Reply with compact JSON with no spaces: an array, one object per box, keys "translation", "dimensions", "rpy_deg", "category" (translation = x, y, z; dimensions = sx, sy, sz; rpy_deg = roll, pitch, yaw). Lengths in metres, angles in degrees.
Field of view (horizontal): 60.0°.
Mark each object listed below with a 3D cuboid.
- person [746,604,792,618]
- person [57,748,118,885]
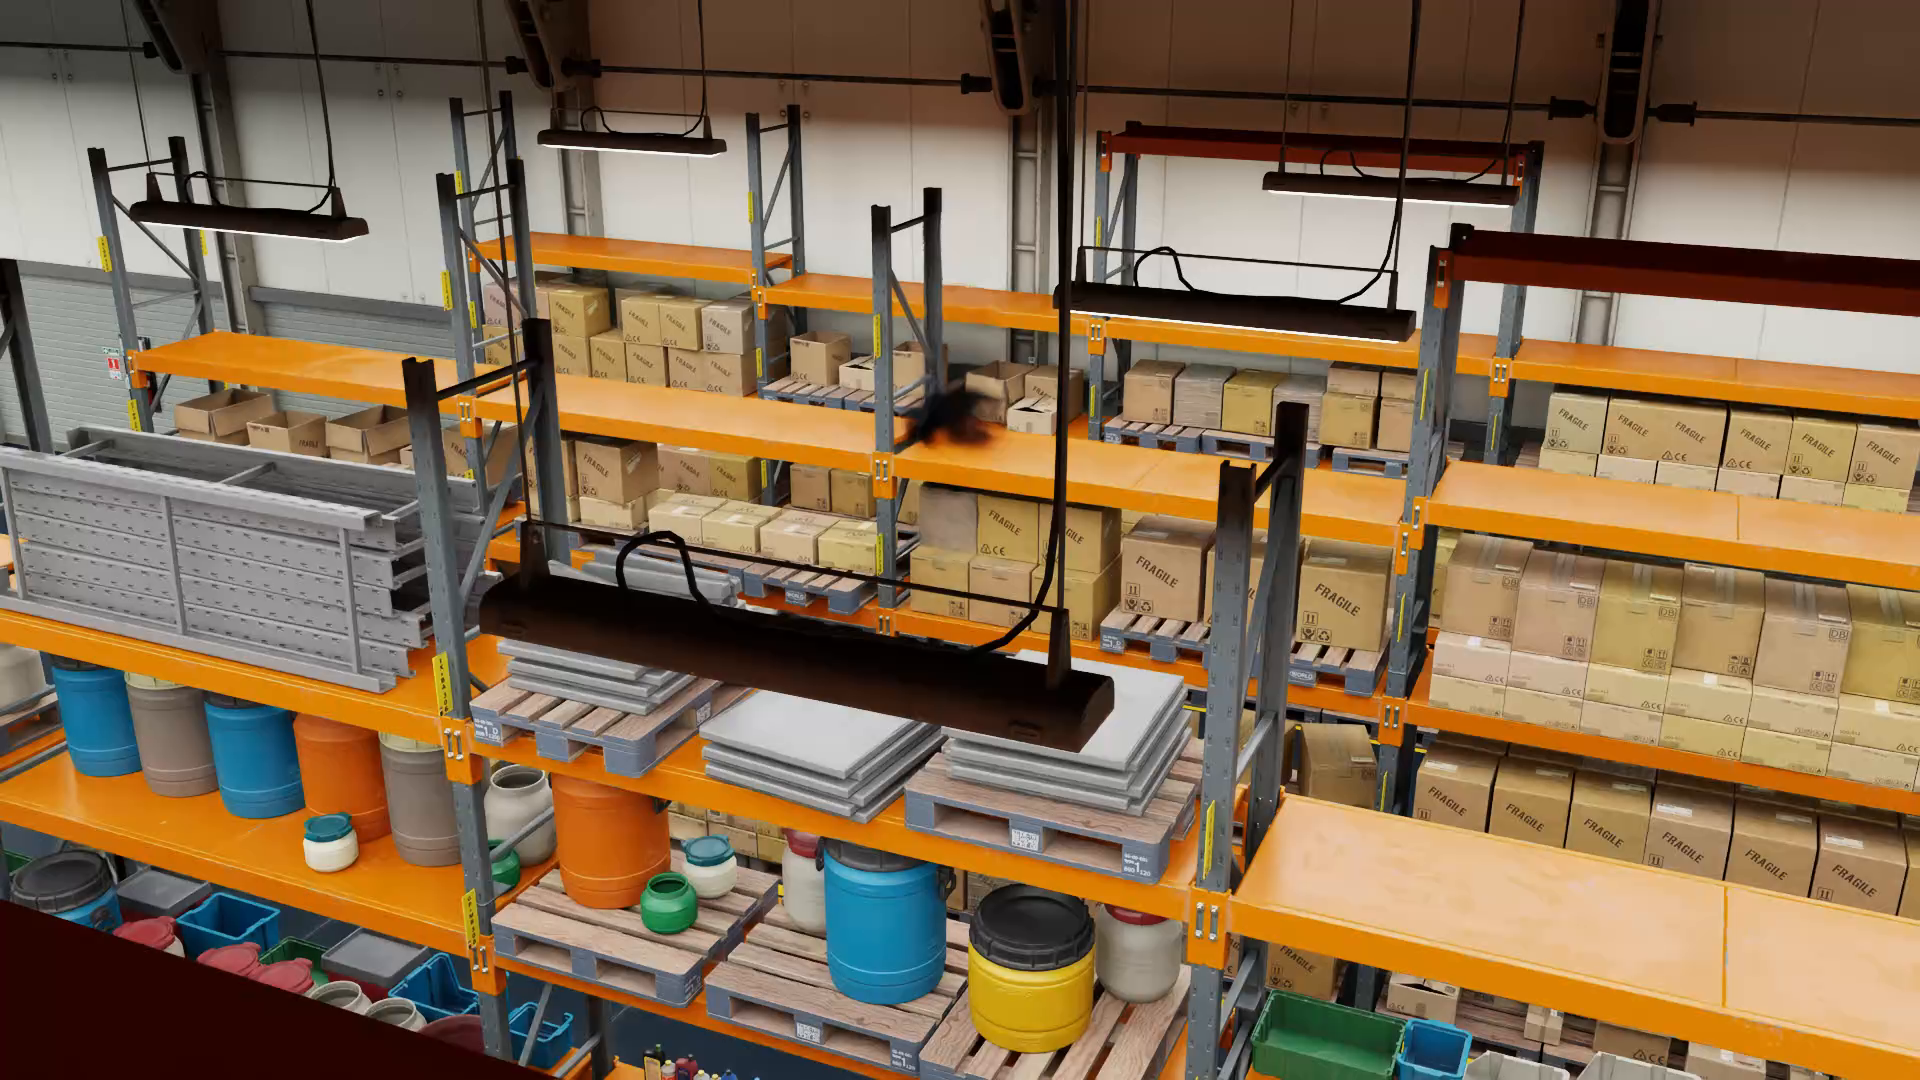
[{"translation":[-2.024,1.116,16.472],"dimensions":[0.755,1.804,0.662],"rpy_deg":[9,22,23],"category":"person"},{"translation":[-7.396,2.397,14.011],"dimensions":[0.673,1.701,0.575],"rpy_deg":[12,24,29],"category":"person"}]
